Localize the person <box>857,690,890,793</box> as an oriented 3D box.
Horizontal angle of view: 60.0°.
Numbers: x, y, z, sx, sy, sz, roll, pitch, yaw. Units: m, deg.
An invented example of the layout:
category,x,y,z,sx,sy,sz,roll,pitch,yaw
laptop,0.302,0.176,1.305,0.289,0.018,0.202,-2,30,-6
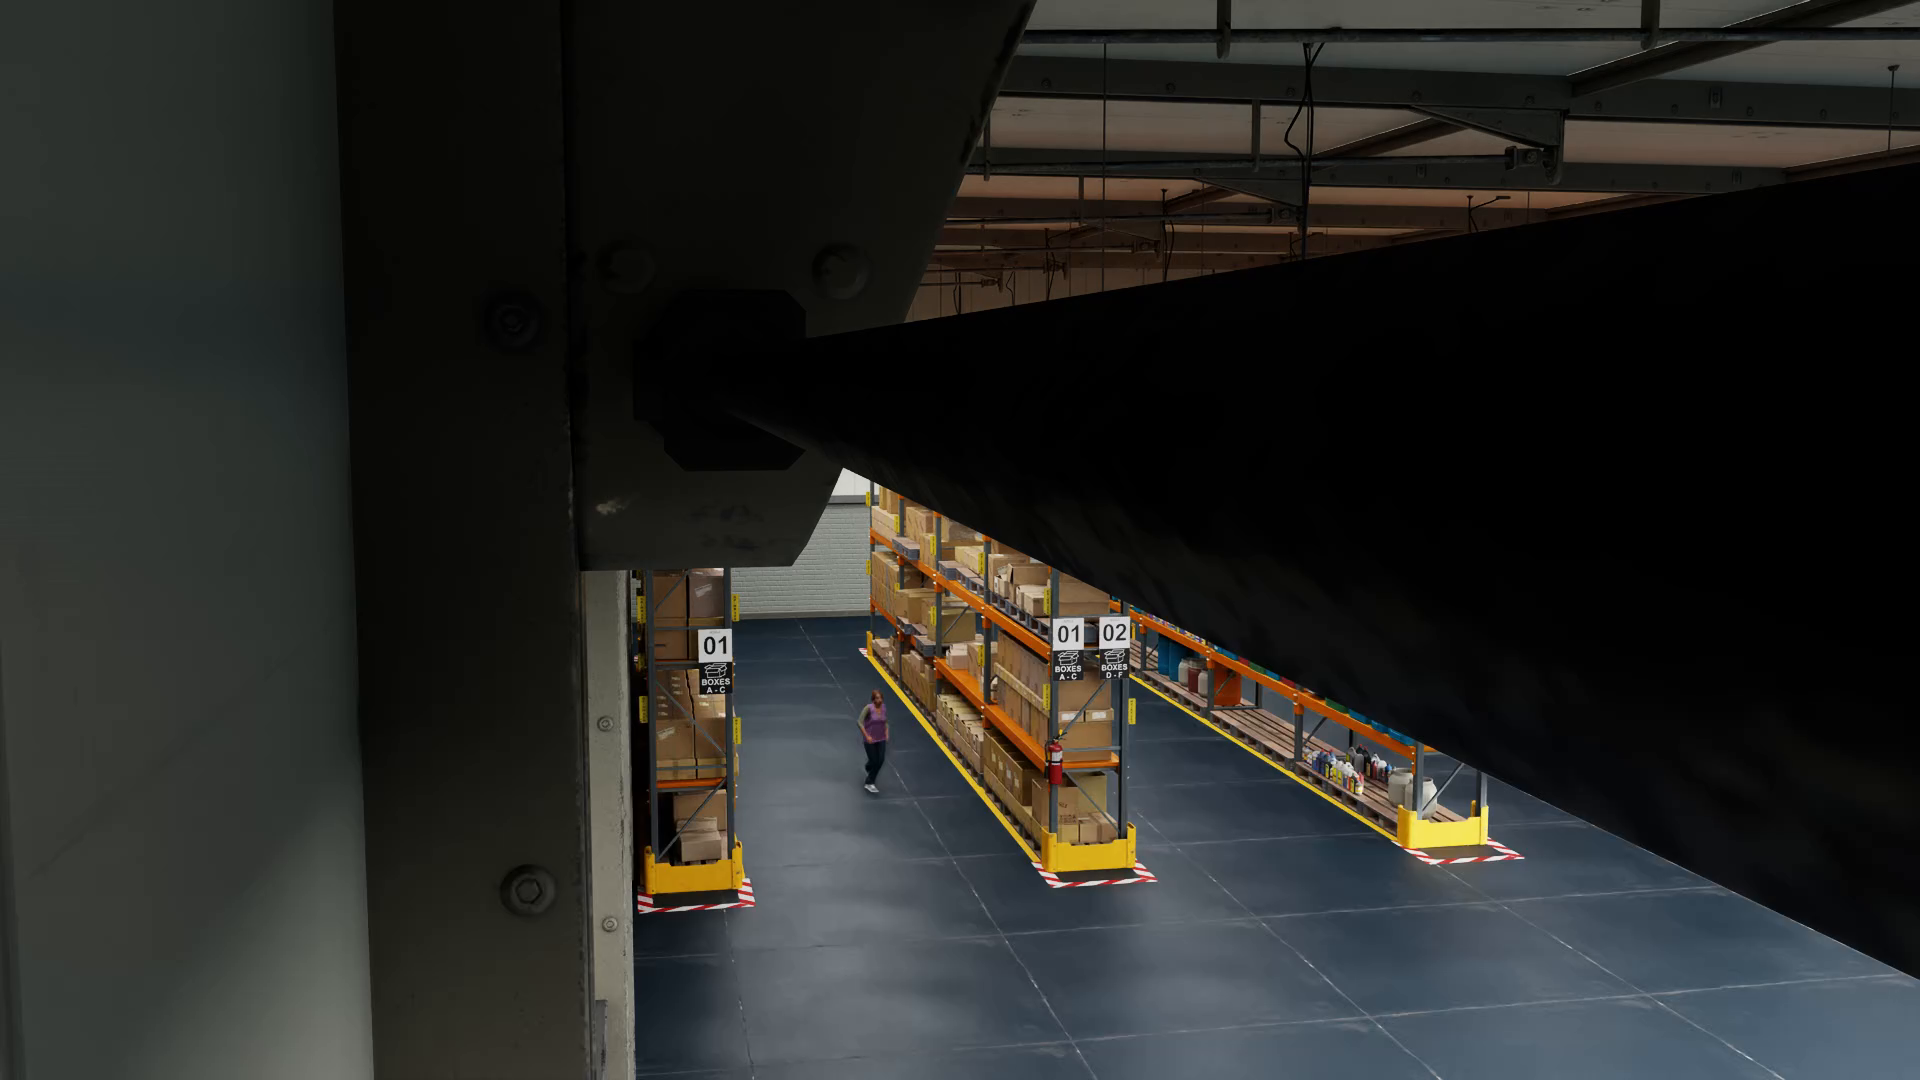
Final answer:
category,x,y,z,sx,sy,sz,roll,pitch,yaw
person,-1.312,2.982,24.880,0.534,1.555,0.540,-3,7,-25
